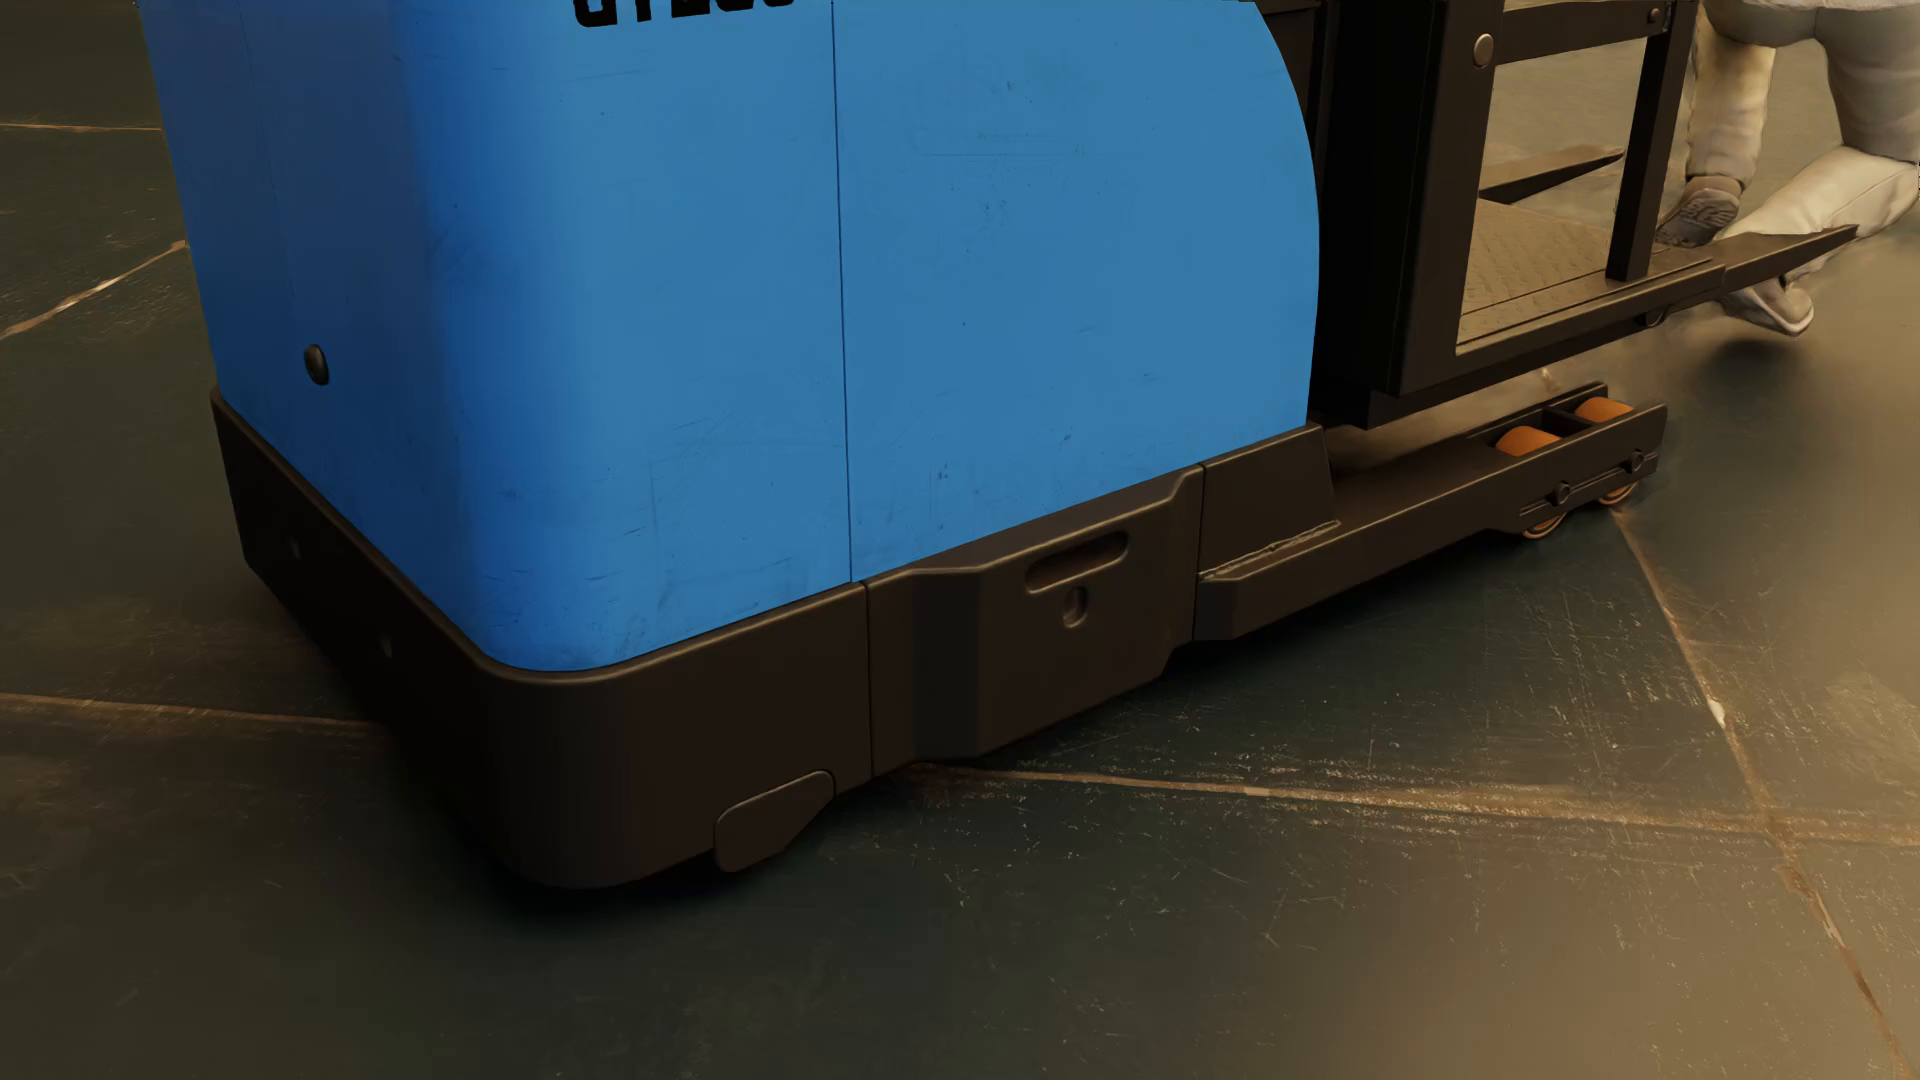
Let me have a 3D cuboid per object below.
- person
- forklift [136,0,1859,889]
[{"bbox_3d":[1.415,-1.262,3.242,1.119,1.614,0.860,16,31,29],"label":"person"},{"bbox_3d":[0.479,-1.481,2.185,3.031,2.935,1.130,-19,32,-33],"label":"forklift"}]
